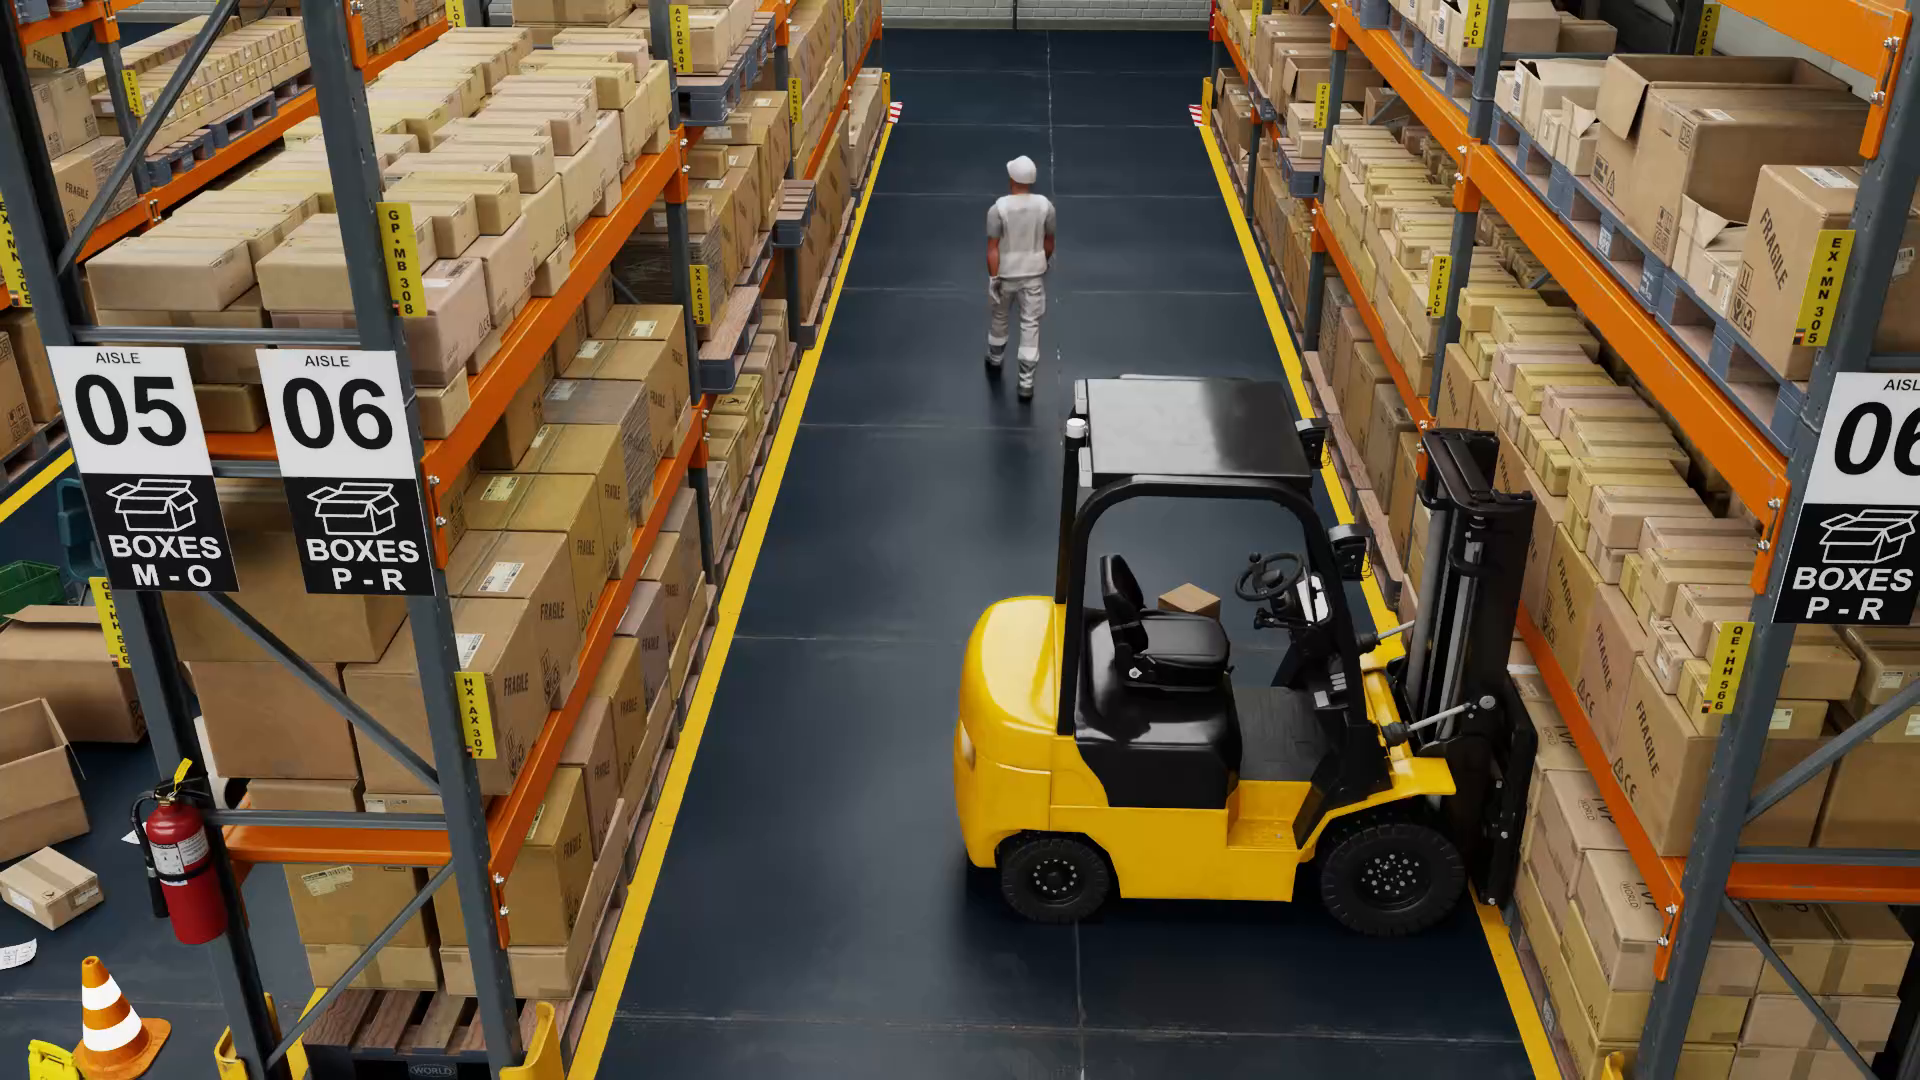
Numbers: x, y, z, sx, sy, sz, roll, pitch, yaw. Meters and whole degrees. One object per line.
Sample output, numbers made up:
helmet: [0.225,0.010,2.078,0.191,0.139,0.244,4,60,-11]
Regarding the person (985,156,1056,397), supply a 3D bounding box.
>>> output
person: [0.438,-2.038,12.438,0.528,1.747,0.931,-2,28,-3]
